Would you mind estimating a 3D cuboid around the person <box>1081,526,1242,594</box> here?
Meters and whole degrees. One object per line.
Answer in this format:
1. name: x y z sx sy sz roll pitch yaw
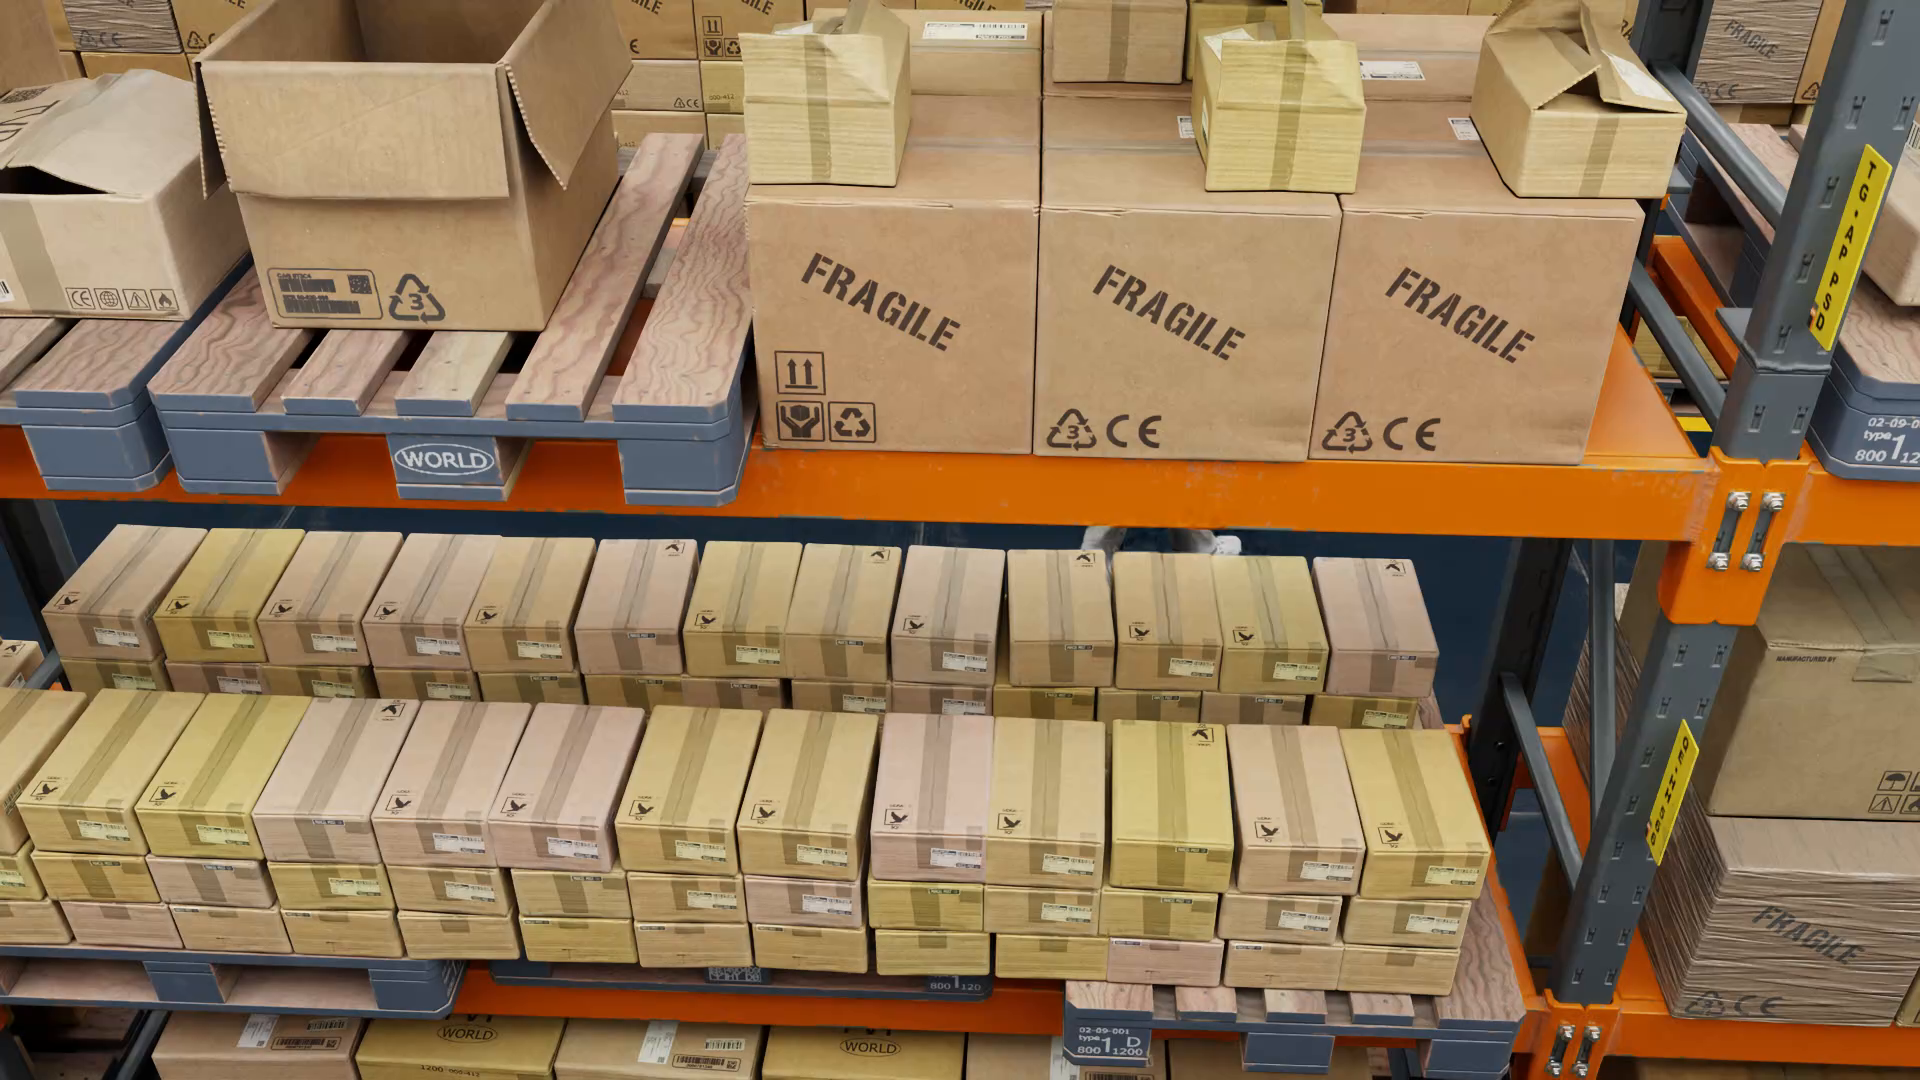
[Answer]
1. person: 0.833 -0.514 6.874 0.946 1.739 0.654 -27 43 -33
